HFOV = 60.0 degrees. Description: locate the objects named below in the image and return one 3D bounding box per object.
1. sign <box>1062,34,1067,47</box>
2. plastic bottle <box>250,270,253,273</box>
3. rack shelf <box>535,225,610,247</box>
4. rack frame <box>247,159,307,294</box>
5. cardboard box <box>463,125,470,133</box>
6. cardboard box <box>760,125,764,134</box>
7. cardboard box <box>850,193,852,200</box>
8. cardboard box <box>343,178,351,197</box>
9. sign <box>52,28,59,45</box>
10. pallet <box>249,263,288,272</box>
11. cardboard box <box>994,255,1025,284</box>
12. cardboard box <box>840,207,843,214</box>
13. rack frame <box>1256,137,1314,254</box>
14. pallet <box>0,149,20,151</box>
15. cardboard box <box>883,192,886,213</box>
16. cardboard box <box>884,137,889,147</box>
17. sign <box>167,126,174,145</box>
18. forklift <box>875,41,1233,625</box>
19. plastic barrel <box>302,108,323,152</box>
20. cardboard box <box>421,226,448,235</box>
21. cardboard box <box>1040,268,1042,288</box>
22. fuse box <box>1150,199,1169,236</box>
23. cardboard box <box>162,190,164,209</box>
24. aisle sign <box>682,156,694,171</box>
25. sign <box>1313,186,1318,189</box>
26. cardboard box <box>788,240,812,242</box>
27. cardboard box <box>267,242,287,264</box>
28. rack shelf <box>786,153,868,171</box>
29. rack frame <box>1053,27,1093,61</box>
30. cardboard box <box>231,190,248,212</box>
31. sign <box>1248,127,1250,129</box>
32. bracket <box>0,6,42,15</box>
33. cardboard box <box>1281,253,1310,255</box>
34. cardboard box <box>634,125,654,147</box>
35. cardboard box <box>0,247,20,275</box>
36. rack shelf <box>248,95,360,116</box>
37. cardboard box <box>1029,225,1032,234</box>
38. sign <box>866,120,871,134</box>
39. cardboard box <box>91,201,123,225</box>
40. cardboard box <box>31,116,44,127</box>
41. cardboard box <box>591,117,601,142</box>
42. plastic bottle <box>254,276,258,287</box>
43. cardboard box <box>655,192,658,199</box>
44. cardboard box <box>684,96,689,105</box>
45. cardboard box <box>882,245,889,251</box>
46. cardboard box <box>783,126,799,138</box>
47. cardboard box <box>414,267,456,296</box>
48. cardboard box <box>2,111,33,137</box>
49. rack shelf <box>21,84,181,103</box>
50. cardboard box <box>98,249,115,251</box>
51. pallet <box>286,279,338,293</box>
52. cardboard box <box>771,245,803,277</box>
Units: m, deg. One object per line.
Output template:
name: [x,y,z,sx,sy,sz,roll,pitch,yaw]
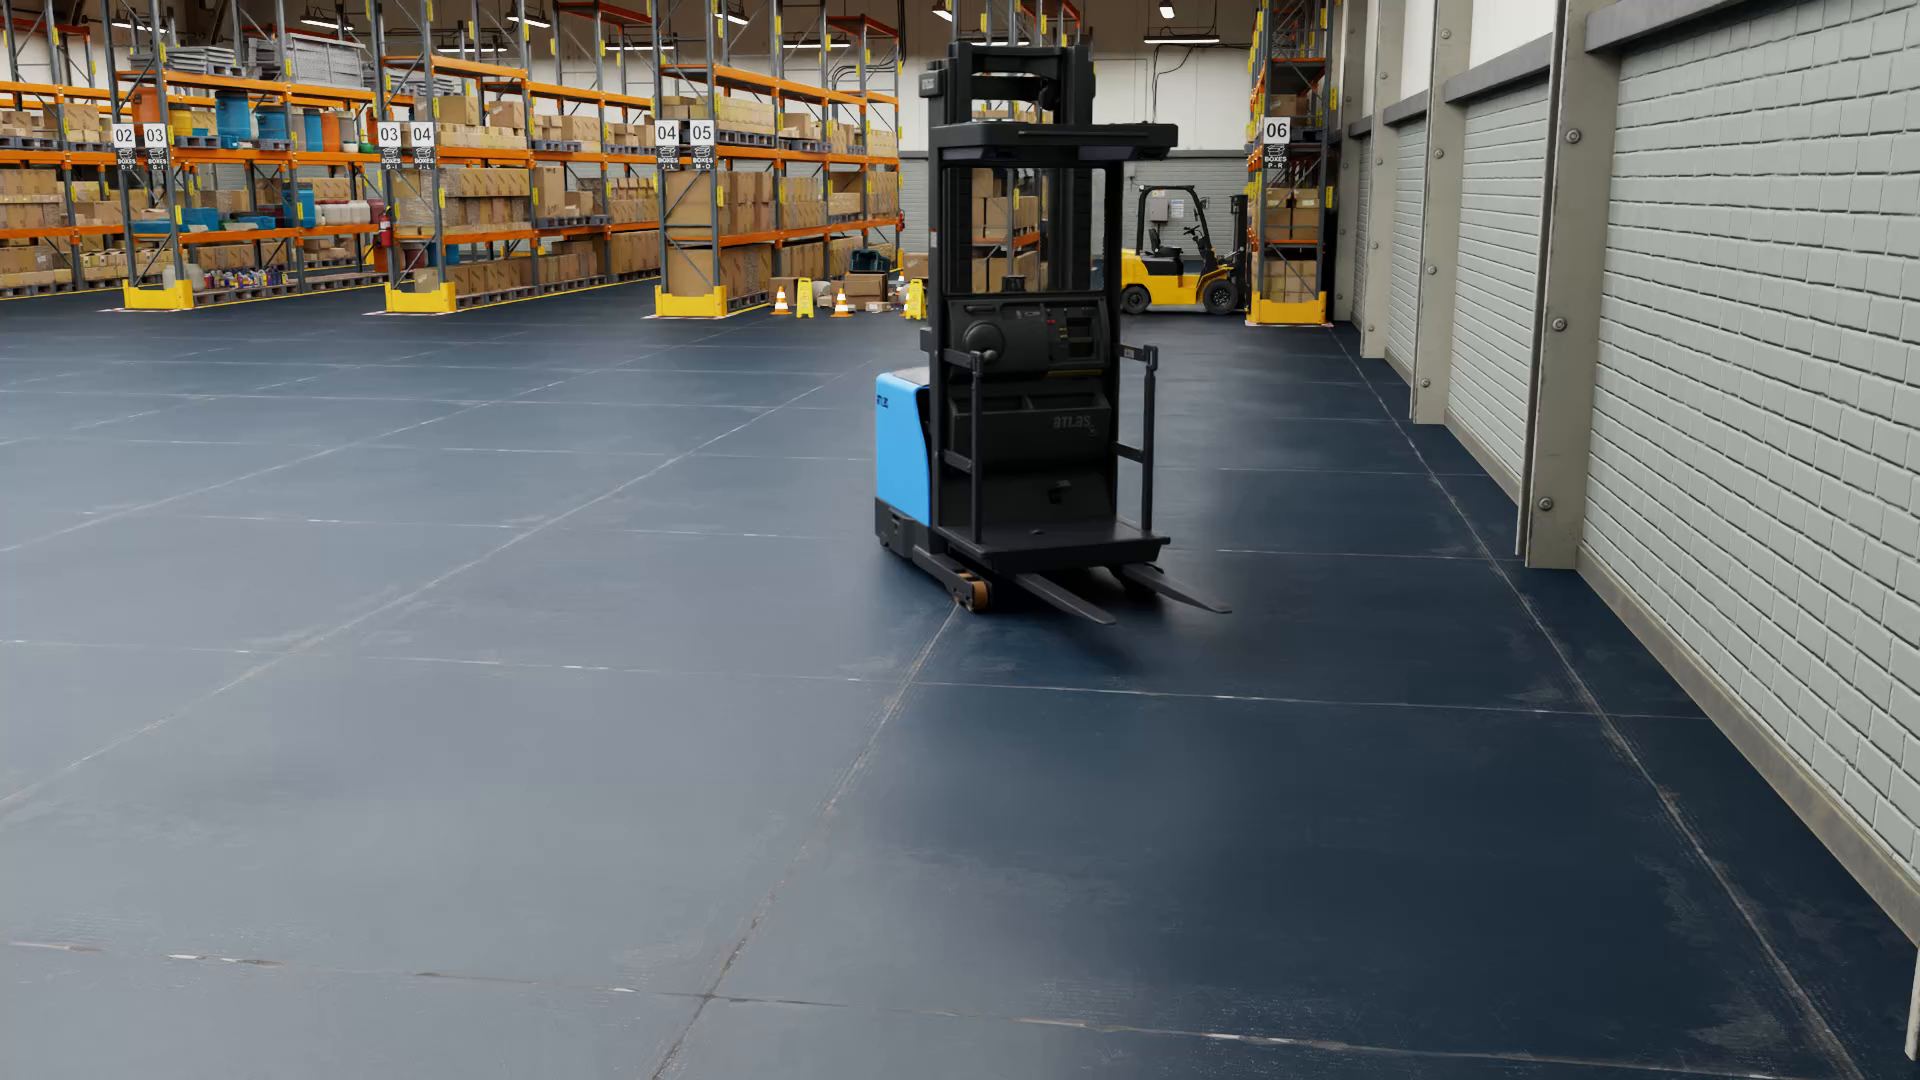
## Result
sign: [2.137,-10.210,34.105,0.100,0.325,0.005,2,12,9]
plastic bottle: [-14.185,-5.276,33.286,0.097,0.271,0.097,0,12,0]
rack shelf: [-8.501,-6.351,34.550,1.077,0.370,4.000,2,12,9]
rack frame: [-13.702,-6.447,33.287,1.000,3.000,0.127,2,12,9]
cardboard box: [-8.946,-7.304,29.552,0.380,0.149,0.250,2,12,9]
cardboard box: [-3.779,-7.456,30.215,0.380,0.149,0.250,2,12,9]
cardboard box: [-2.684,-7.889,38.166,0.380,0.149,0.250,2,12,8]
cardboard box: [-16.624,-9.437,44.551,0.500,0.500,0.500,2,12,10]
sign: [-18.052,-10.052,33.181,0.100,0.325,0.005,2,12,9]
pallet: [-17.454,-6.740,41.265,1.003,0.211,1.213,2,12,9]
cardboard box: [0.845,-4.633,28.621,0.500,0.500,0.500,1,12,7]
cardboard box: [-2.837,-7.382,37.228,0.380,0.149,0.250,2,12,9]
rack frame: [5.889,-5.805,30.310,1.000,3.000,0.127,2,12,9]
pallet: [-22.830,-9.110,38.974,1.213,0.211,1.003,2,12,11]
cardboard box: [-2.132,-8.378,41.308,0.500,0.500,0.500,3,12,11]
cardboard box: [-2.056,-9.923,41.466,0.500,0.250,0.500,2,12,9]
sign: [-13.775,-7.066,29.019,0.100,0.325,0.005,2,12,9]
forklift: [0.457,-1.153,8.885,1.130,2.935,3.031,-4,13,-20]
plastic barrel: [-13.637,-8.543,34.706,0.600,0.901,0.708,2,12,9]
cardboard box: [-9.144,-5.382,28.945,0.380,0.149,0.250,2,12,9]
cardboard box: [1.062,-4.995,31.792,0.950,0.372,0.625,2,12,9]
fuse box: [5.727,-8.909,47.773,0.539,1.711,0.414,2,12,9]
cardboard box: [-21.815,-9.154,45.137,0.980,0.700,0.700,2,12,8]
aisle sign: [-7.248,-10.080,43.974,0.394,0.787,0.004,2,12,9]
sign: [6.438,-6.249,30.128,0.100,0.325,0.005,2,12,9]
cardboard box: [-3.462,-6.438,36.403,0.500,0.250,0.500,2,12,7]
cardboard box: [-17.159,-7.154,41.460,0.500,0.500,0.500,2,12,8]
rack shelf: [-3.000,-8.468,37.254,1.077,0.370,4.000,2,12,9]
rack frame: [2.829,-11.396,42.012,1.000,3.000,0.127,2,12,9]
cardboard box: [-17.577,-8.158,39.992,0.700,0.500,0.500,-1,12,-6]
sign: [6.582,-9.205,37.741,0.100,0.325,0.005,2,12,9]
bracket: [-23.120,-12.661,39.340,0.076,0.066,4.783,2,12,9]
cardboard box: [5.941,-4.940,29.454,0.500,0.250,0.500,2,12,8]
cardboard box: [-7.657,-9.551,39.337,0.700,0.500,0.500,2,12,10]
cardboard box: [-18.676,-5.420,32.271,0.500,0.500,0.500,2,12,9]
rack shelf: [-17.058,-11.269,43.139,1.077,0.370,4.000,2,12,9]
cardboard box: [1.082,-5.554,29.741,0.380,0.149,0.250,2,12,8]
sign: [-2.144,-9.664,38.935,0.100,0.325,0.005,2,12,9]
cardboard box: [-18.304,-7.030,35.757,0.500,0.500,0.500,2,12,9]
cardboard box: [-22.596,-10.236,40.686,0.500,0.250,0.500,1,12,7]
cardboard box: [-8.019,-8.771,35.528,0.500,0.500,0.500,2,12,10]
plastic bottle: [-13.616,-4.984,32.098,0.097,0.201,0.097,0,12,0]
cardboard box: [-7.252,-8.482,40.599,0.500,0.500,0.500,2,12,9]
cardboard box: [-4.782,-7.392,28.024,0.380,0.149,0.250,2,12,9]
cardboard box: [-2.007,-7.368,41.922,0.380,0.149,0.250,2,12,11]
cardboard box: [-3.426,-8.142,33.118,0.396,0.266,0.258,2,12,9]
cardboard box: [-9.311,-4.566,29.498,0.500,0.500,0.500,4,13,19]
cardboard box: [-18.934,-8.301,33.203,0.500,0.500,0.500,3,13,13]
rack shelf: [-18.289,-9.410,35.453,1.077,0.370,4.000,2,12,9]
cardboard box: [-18.583,-6.154,36.126,0.500,0.311,0.500,2,12,8]
pallet: [-13.620,-5.248,34.345,1.003,0.211,1.213,2,12,9]
cardboard box: [-3.764,-5.543,33.436,1.050,0.750,0.750,2,12,9]
